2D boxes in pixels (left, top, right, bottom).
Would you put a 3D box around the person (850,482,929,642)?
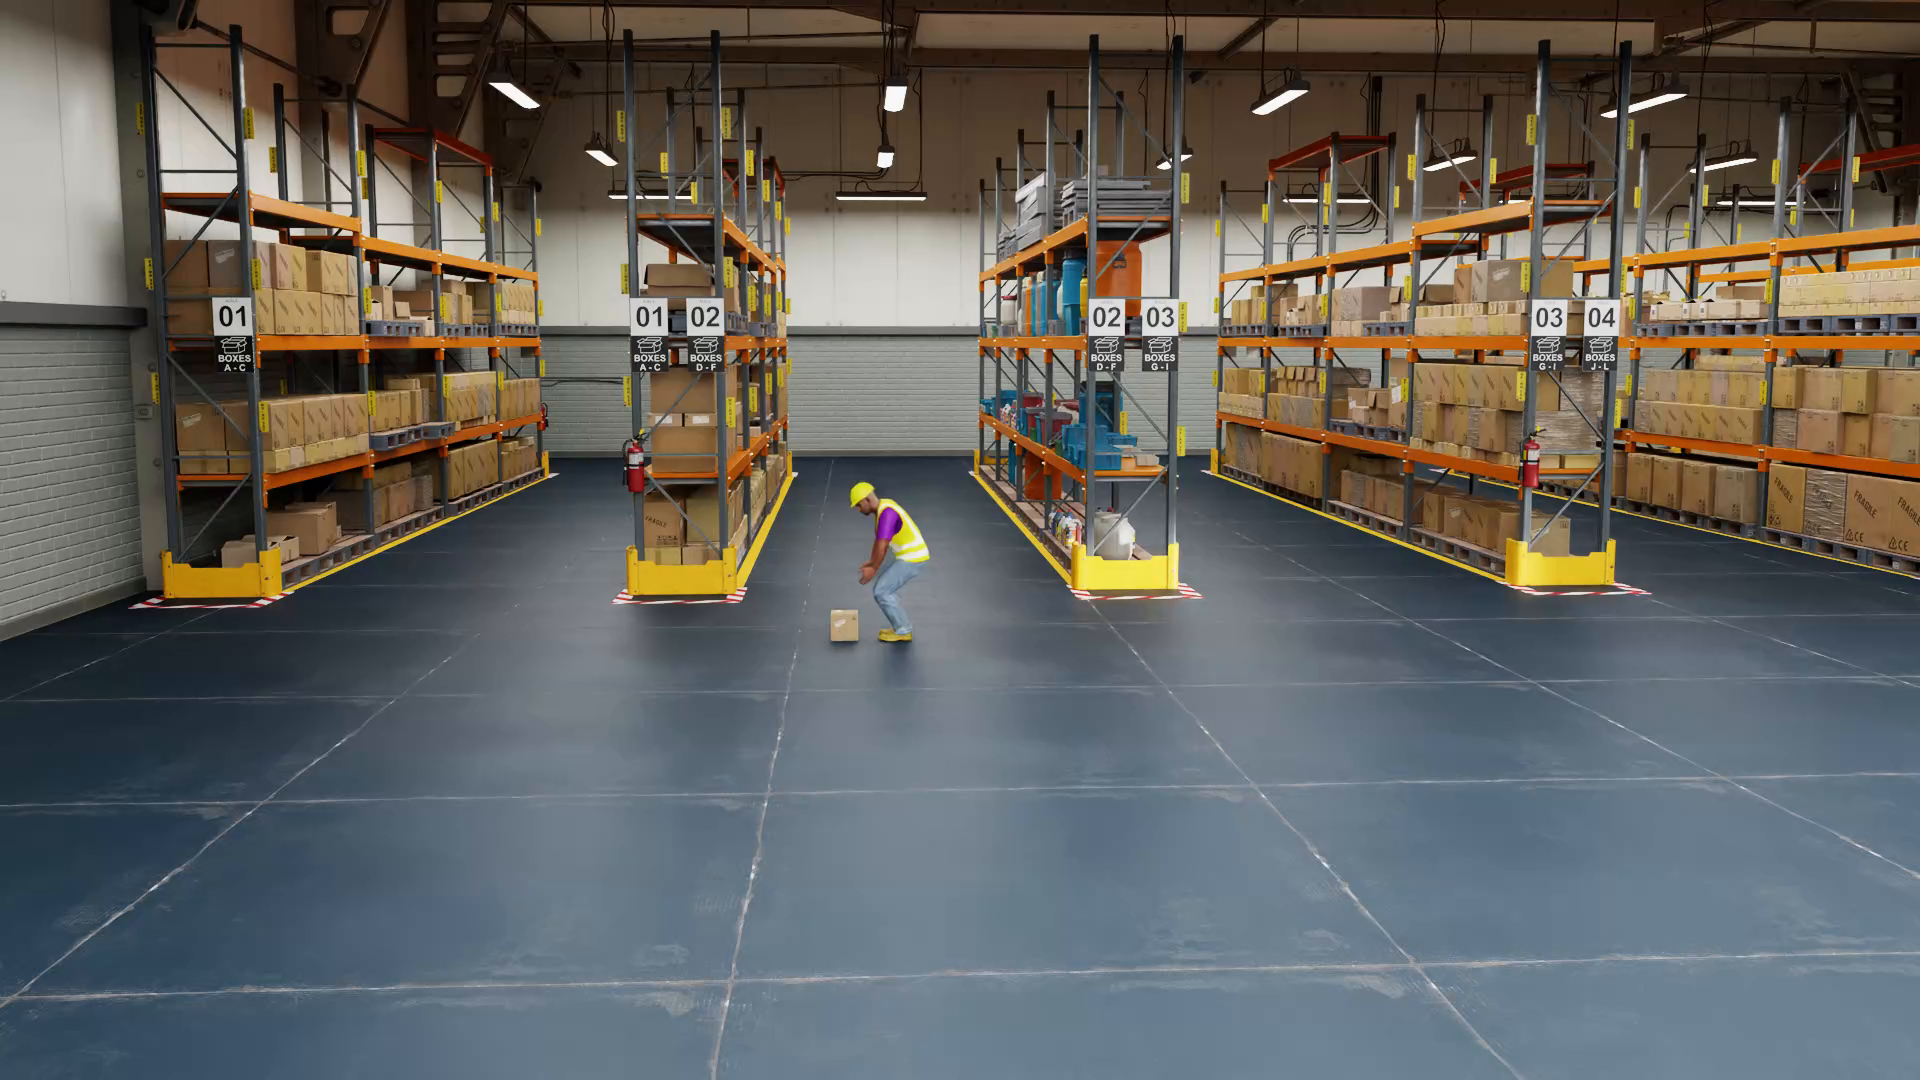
[{"bbox_3d":[-0.647,0.193,15.317,0.728,1.461,0.630,0,7,-3],"label":"person"}]
